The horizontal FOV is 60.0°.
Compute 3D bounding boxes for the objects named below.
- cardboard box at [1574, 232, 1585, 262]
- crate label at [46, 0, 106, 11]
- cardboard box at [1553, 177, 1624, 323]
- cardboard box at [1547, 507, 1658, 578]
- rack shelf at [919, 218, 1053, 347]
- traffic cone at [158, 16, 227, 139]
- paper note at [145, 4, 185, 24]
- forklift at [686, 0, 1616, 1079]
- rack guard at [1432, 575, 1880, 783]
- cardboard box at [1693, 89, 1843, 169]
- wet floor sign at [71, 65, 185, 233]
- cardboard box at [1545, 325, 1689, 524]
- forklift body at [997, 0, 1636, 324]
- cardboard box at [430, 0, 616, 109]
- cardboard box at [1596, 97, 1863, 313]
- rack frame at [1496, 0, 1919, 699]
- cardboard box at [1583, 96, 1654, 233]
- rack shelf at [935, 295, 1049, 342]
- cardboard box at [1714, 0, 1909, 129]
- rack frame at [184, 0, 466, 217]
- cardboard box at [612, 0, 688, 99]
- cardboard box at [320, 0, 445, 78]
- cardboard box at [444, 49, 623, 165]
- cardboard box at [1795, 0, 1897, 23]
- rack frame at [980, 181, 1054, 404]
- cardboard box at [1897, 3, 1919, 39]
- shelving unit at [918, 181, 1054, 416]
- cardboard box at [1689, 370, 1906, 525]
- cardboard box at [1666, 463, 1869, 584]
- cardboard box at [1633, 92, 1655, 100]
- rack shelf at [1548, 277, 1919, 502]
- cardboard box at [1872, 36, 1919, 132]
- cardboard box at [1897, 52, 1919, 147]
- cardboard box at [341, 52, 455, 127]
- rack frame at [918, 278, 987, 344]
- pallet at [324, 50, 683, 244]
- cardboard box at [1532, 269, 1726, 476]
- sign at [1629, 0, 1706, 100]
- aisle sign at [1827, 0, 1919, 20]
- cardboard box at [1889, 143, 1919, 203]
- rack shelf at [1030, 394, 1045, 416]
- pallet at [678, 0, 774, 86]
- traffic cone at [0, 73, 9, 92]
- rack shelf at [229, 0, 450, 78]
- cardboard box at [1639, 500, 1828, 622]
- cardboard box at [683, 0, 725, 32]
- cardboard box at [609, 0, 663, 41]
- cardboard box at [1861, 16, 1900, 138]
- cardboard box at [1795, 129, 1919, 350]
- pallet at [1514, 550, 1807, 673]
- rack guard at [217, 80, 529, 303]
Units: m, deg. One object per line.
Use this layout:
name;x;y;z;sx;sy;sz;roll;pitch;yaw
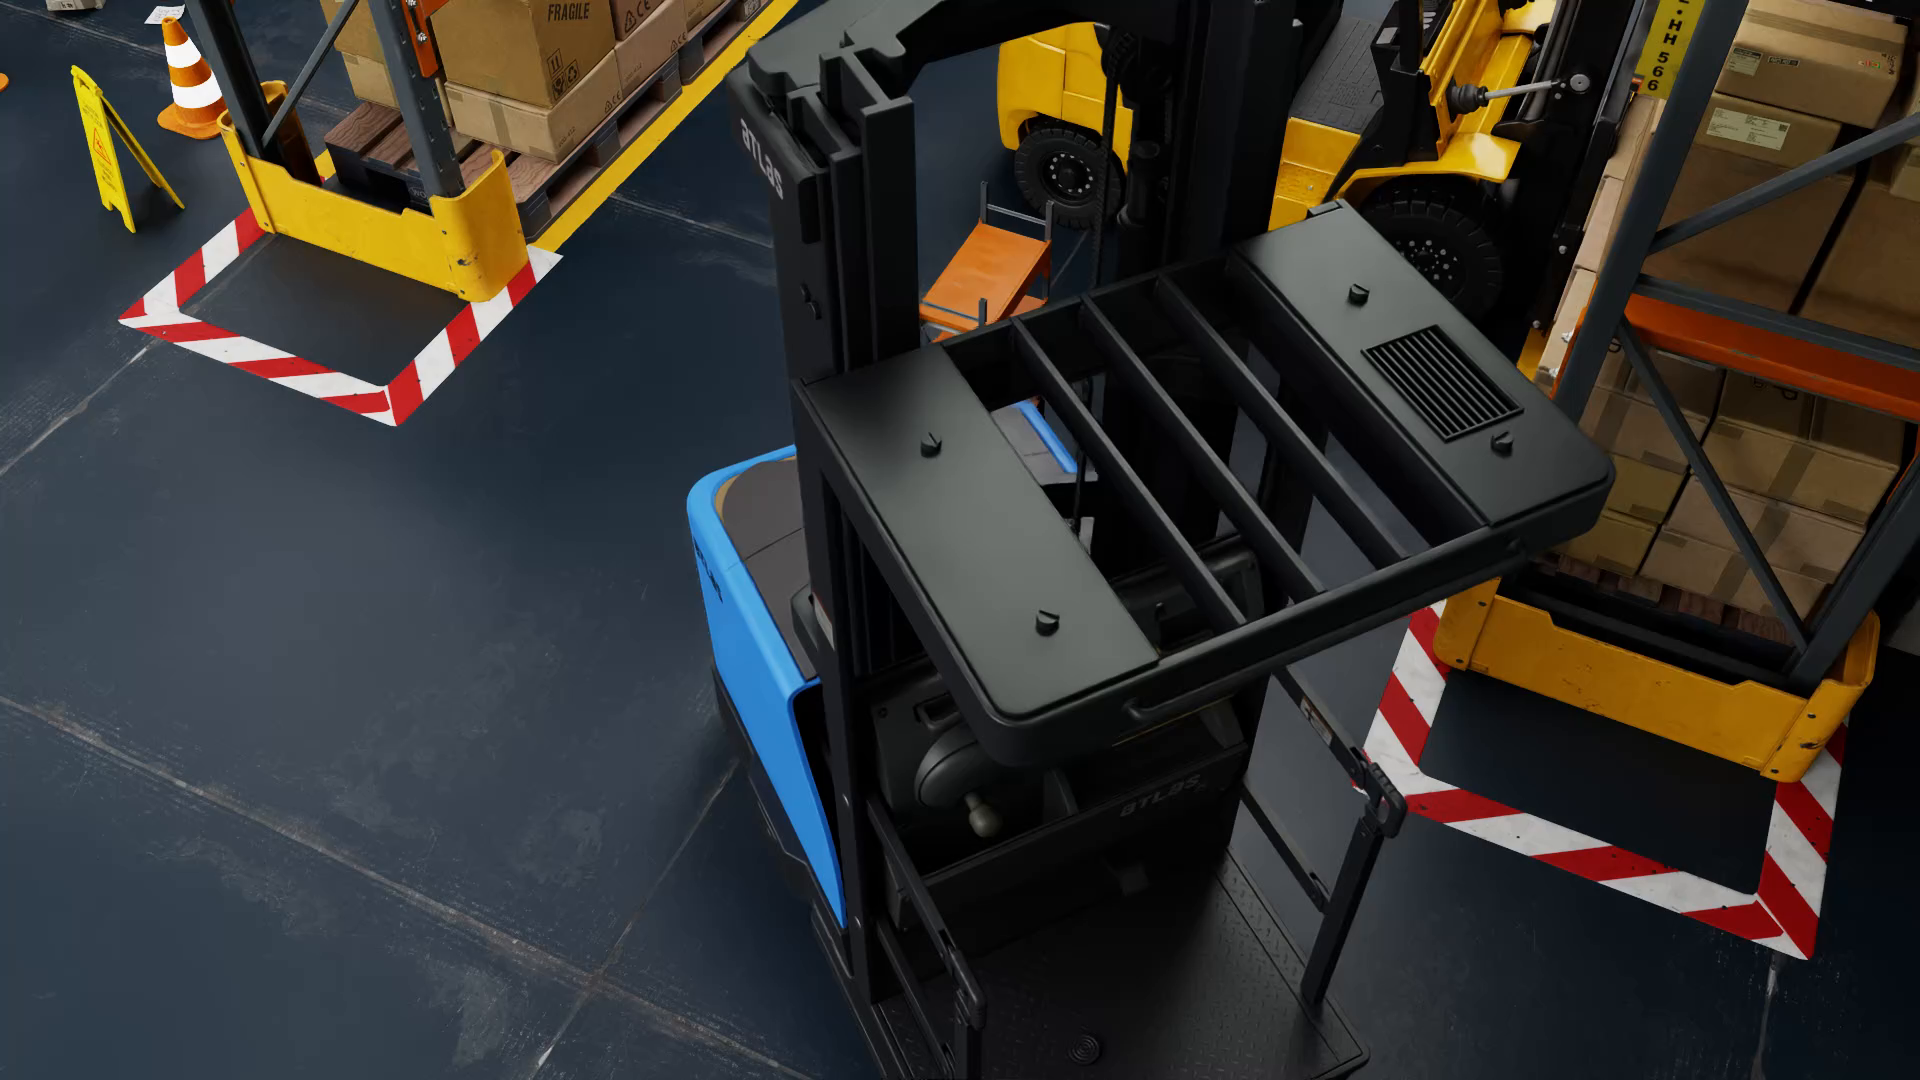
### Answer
cardboard box;2.488;-1.081;5.902;0.500;0.250;0.500;19;52;15
crate label;-4.204;-2.622;7.891;0.250;0.136;0.298;-4;50;-3
cardboard box;2.265;-0.874;5.397;0.500;0.250;0.500;21;53;17
cardboard box;2.052;-0.204;5.484;0.500;0.250;0.500;20;53;16
rack shelf;0.071;-0.758;5.091;0.258;0.148;0.480;20;52;16
traffic cone;-3.335;-2.039;7.181;0.336;0.463;0.334;20;52;16
paper note;-3.748;-2.482;7.842;0.148;0.019;0.142;4;50;3
forklift;0.344;0.434;3.456;1.130;2.935;3.031;-20;53;-17
rack guard;2.127;0.294;5.172;1.175;0.500;0.348;20;52;16
cardboard box;2.032;-1.105;4.230;0.380;0.149;0.250;21;53;17
wet floor sign;-3.401;-1.600;6.688;0.232;0.644;0.267;-37;59;-27
cardboard box;2.062;-0.377;5.303;0.500;0.250;0.500;19;52;16
forklift body;1.298;-2.157;6.173;2.313;2.155;1.214;20;52;16
cardboard box;-1.748;-2.116;6.618;0.500;0.500;0.500;18;52;15
cardboard box;2.110;-0.990;4.557;0.500;0.500;0.500;19;52;15
rack frame;2.137;-0.533;4.234;1.000;3.000;0.127;20;52;16
cardboard box;2.471;-1.225;5.696;0.500;0.250;0.500;20;53;17
rack shelf;0.071;-0.604;5.271;0.258;0.148;0.480;20;52;16
cardboard box;2.100;-1.187;4.104;0.380;0.149;0.250;20;52;16
rack frame;-2.352;-2.145;5.606;1.000;3.000;0.127;20;52;16
cardboard box;-1.533;-2.205;7.186;0.500;0.250;0.500;22;53;17
cardboard box;-2.246;-2.270;6.749;0.500;0.500;0.500;20;53;16
cardboard box;-1.758;-1.856;6.889;0.500;0.250;0.500;19;52;16
cardboard box;2.177;-1.367;4.257;0.380;0.149;0.250;20;52;16
rack frame;0.175;-0.671;5.533;0.240;1.200;0.015;20;52;16
cardboard box;2.679;-1.288;4.385;0.380;0.149;0.250;19;52;15
shelving unit;0.071;-0.503;5.390;0.258;1.200;0.503;20;52;16
cardboard box;2.514;-0.371;4.970;0.500;0.250;0.500;19;52;16
cardboard box;2.526;-0.196;5.149;0.500;0.250;0.500;21;53;17
cardboard box;2.695;-1.571;5.991;0.500;0.250;0.500;19;52;15
rack shelf;2.992;-1.677;5.680;1.077;0.370;4.000;20;52;16
cardboard box;2.564;-1.115;4.238;0.380;0.149;0.250;20;52;16
cardboard box;2.474;-1.034;3.973;0.380;0.149;0.250;19;52;15
cardboard box;-2.240;-2.051;7.055;0.500;0.250;0.500;20;52;16
rack frame;-0.034;-0.335;5.247;0.240;1.200;0.015;20;52;16
pallet;-1.941;-1.842;7.179;1.003;0.211;1.213;20;52;16
cardboard box;2.052;-0.521;5.097;0.500;0.250;0.500;21;53;17
sign;1.652;-1.171;3.861;0.100;0.325;0.005;20;52;16
aisle sign;1.843;-1.426;3.287;0.394;0.787;0.004;20;52;16
cardboard box;2.517;-0.925;4.076;0.380;0.149;0.250;19;52;15
rack shelf;0.071;-0.331;5.592;0.258;0.148;0.480;20;52;16
pallet;-1.418;-2.679;7.891;1.003;0.211;1.213;20;52;16
traffic cone;-4.484;-2.166;7.289;0.336;0.463;0.334;20;52;16
rack shelf;-1.498;-3.289;7.052;1.077;0.370;4.000;20;52;16
cardboard box;2.524;-0.053;5.355;0.500;0.250;0.500;20;52;16
cardboard box;-1.311;-2.585;7.510;0.500;0.250;0.500;23;53;18
cardboard box;-1.529;-2.477;6.925;0.500;0.500;0.500;18;52;15
cardboard box;2.802;-1.182;4.721;0.500;0.500;0.500;21;53;17
cardboard box;2.600;-0.816;4.409;0.500;0.500;0.500;21;53;17
pallet;2.426;-0.170;5.756;1.003;0.211;1.213;20;52;16
rack guard;-2.320;-1.388;6.603;1.175;0.500;0.348;20;52;16
